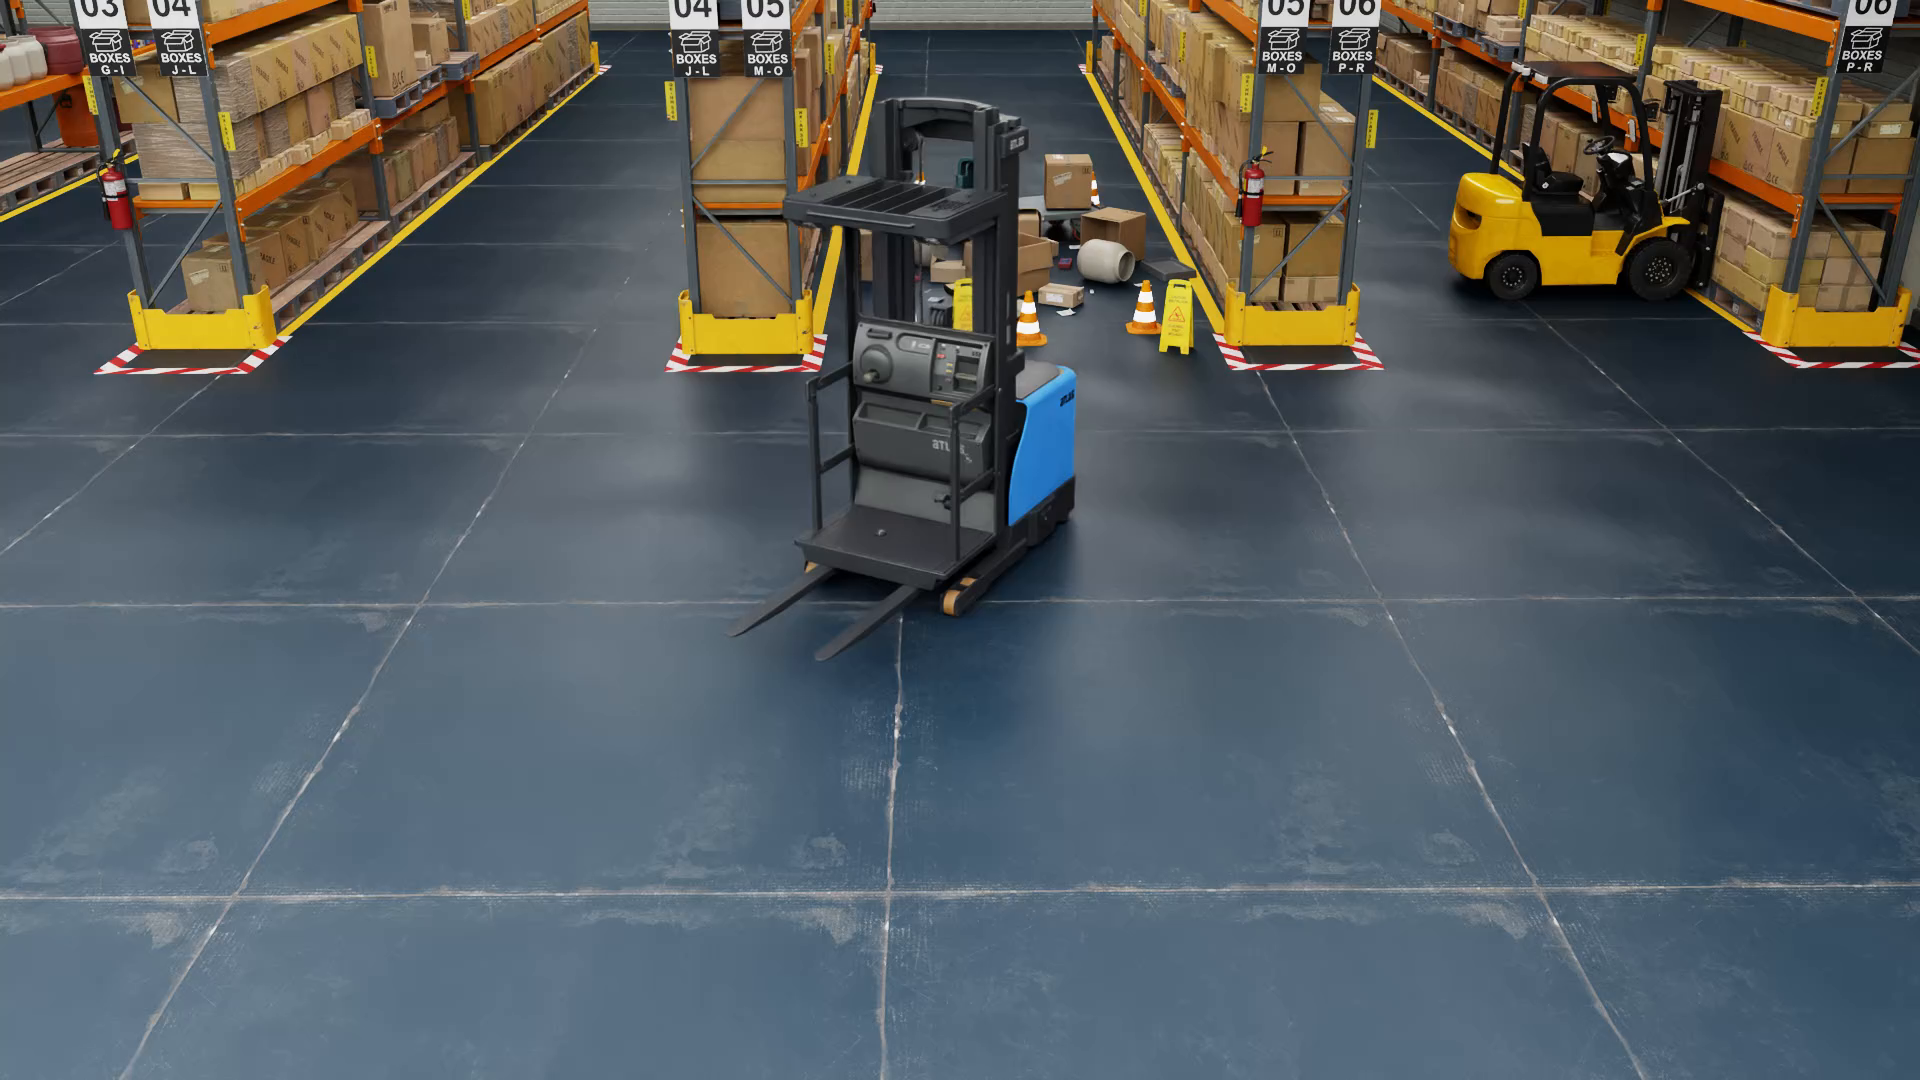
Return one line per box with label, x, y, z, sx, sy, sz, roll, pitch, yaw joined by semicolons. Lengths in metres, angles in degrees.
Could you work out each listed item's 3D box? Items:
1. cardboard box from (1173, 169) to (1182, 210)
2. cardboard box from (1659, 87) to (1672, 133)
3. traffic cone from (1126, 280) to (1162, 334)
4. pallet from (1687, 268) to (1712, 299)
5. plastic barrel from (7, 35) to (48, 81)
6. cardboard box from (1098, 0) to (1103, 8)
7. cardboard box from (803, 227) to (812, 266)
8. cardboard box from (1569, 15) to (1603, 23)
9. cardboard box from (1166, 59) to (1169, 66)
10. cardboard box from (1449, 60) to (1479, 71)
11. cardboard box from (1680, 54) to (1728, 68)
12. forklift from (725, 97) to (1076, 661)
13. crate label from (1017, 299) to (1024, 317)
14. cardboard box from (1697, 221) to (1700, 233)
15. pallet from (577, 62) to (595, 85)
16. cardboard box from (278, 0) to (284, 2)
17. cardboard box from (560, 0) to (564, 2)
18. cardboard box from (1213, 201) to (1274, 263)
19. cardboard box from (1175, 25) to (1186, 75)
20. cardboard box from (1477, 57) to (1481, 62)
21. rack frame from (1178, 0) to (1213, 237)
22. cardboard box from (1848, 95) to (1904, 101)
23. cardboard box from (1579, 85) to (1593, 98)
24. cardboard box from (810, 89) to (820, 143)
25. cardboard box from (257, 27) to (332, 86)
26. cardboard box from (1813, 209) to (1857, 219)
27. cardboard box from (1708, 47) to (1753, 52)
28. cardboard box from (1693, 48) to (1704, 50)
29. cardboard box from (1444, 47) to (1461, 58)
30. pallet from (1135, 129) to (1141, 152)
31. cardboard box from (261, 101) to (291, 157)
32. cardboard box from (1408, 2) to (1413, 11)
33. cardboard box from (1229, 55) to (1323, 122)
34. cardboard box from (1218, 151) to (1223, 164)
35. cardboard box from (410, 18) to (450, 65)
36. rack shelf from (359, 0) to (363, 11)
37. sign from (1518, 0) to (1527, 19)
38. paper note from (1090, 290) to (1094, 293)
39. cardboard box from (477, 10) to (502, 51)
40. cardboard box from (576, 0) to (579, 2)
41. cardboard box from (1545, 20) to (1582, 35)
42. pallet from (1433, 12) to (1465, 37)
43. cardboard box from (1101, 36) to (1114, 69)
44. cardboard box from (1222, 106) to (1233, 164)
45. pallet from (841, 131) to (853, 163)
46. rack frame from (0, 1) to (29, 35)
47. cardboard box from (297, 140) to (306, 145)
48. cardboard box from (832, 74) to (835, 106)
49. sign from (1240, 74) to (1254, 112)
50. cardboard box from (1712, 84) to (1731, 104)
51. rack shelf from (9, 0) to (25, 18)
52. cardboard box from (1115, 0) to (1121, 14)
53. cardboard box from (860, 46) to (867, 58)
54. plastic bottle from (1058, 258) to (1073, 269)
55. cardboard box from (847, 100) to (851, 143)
cardboard box;2.978;-4.038;19.216;0.950;0.372;0.625;0;24;0
cardboard box;7.715;-4.498;17.434;0.500;0.500;0.500;0;24;0
traffic cone;1.735;-2.195;15.541;0.336;0.463;0.334;0;24;-1
pallet;7.932;-2.749;17.072;1.003;0.211;1.213;0;24;-1
plastic barrel;-11.695;-6.037;20.822;0.421;0.512;0.421;0;24;0
cardboard box;2.594;-9.201;27.832;0.500;0.500;0.500;0;24;-1
cardboard box;-2.012;-3.356;17.099;0.875;0.875;0.875;0;24;0
cardboard box;8.112;-6.707;21.532;0.380;0.149;0.250;1;24;1
cardboard box;2.749;-5.976;20.618;0.380;0.149;0.250;1;24;3
cardboard box;7.680;-7.233;25.339;0.380;0.149;0.250;-1;24;-2
cardboard box;7.761;-4.983;17.358;0.380;0.149;0.250;-1;24;-2
forklift;-0.340;-1.077;10.075;1.130;2.935;3.031;12;27;25
crate label;0.558;-2.225;16.003;0.250;0.136;0.298;-14;28;-28
cardboard box;7.652;-3.194;16.892;0.500;0.250;0.500;0;24;-1
pallet;-6.967;-8.128;28.965;1.003;0.211;1.213;0;24;-1
cardboard box;-6.651;-5.264;15.790;0.500;0.250;0.500;0;24;1
cardboard box;-6.763;-8.963;27.249;0.500;0.250;0.500;0;24;0
cardboard box;2.751;-3.003;16.168;0.500;0.500;0.500;1;24;1
cardboard box;2.745;-5.593;18.985;0.500;0.500;0.500;0;24;0
cardboard box;8.154;-7.345;25.588;0.380;0.149;0.250;-1;24;-3
rack frame;2.986;-4.827;18.284;1.000;3.000;0.127;0;24;-1
cardboard box;8.263;-3.929;15.027;0.380;0.149;0.250;1;24;1
cardboard box;7.696;-5.401;19.734;0.500;0.250;0.500;0;24;0
cardboard box;-1.918;-4.453;17.275;0.875;0.550;0.550;0;24;-1
cardboard box;-6.632;-4.823;16.579;0.500;0.500;0.500;0;24;-1
cardboard box;8.168;-3.002;15.861;0.500;0.250;0.500;0;24;0
cardboard box;8.255;-5.198;17.833;0.380;0.149;0.250;0;24;0
cardboard box;8.210;-5.449;18.749;0.380;0.149;0.250;-1;24;-2
cardboard box;7.661;-7.483;25.530;0.380;0.149;0.250;-1;24;-1
pallet;3.009;-5.530;23.222;1.003;0.211;1.213;0;24;-1
cardboard box;-6.946;-3.954;15.871;0.875;0.500;0.500;0;24;-1
cardboard box;7.607;-8.799;27.371;0.380;0.149;0.250;0;24;-1
cardboard box;2.806;-4.025;14.815;0.700;0.500;0.500;-1;24;-2
cardboard box;2.728;-3.745;16.194;0.380;0.149;0.250;-1;24;-1
cardboard box;-6.815;-6.216;20.723;0.700;0.500;0.500;3;25;7
rack shelf;-6.945;-6.646;19.537;1.077;0.370;4.000;0;24;-1
sign;7.363;-6.985;21.744;0.100;0.325;0.005;0;24;-1
paper note;1.331;-2.510;16.787;0.032;0.001;0.123;0;24;-1
cardboard box;-6.717;-7.102;23.191;0.500;0.500;0.500;-1;24;-2
cardboard box;-6.715;-9.257;28.382;0.380;0.149;0.250;0;24;0
cardboard box;7.647;-6.492;21.056;0.380;0.149;0.250;0;24;1
pallet;7.762;-7.731;24.935;1.003;0.211;1.213;0;24;-1
cardboard box;2.962;-8.525;29.058;0.875;0.438;0.875;-1;24;-2
cardboard box;2.747;-3.789;15.505;0.500;0.500;0.500;0;24;0
pallet;-2.013;-5.463;23.073;1.003;0.211;1.213;0;24;-1
rack frame;-16.960;-9.685;29.023;1.000;3.000;0.127;0;24;-1
cardboard box;-6.699;-3.860;16.449;0.380;0.149;0.250;0;24;-1
cardboard box;-1.706;-5.235;19.064;0.500;0.500;0.500;0;24;0
sign;2.474;-3.856;14.348;0.100;0.325;0.005;0;24;-1
cardboard box;7.687;-4.423;16.480;0.380;0.149;0.250;-1;24;-2
rack shelf;-16.938;-8.533;27.349;1.077;0.370;4.000;0;24;-1
cardboard box;2.622;-8.101;25.097;0.500;0.250;0.500;-1;24;-2
cardboard box;-1.761;-8.227;28.029;0.380;0.149;0.250;1;24;1
plastic bottle;1.125;-2.948;17.695;0.133;0.061;0.283;4;25;9
cardboard box;-1.759;-5.757;22.862;0.500;0.500;0.500;-1;24;-3
